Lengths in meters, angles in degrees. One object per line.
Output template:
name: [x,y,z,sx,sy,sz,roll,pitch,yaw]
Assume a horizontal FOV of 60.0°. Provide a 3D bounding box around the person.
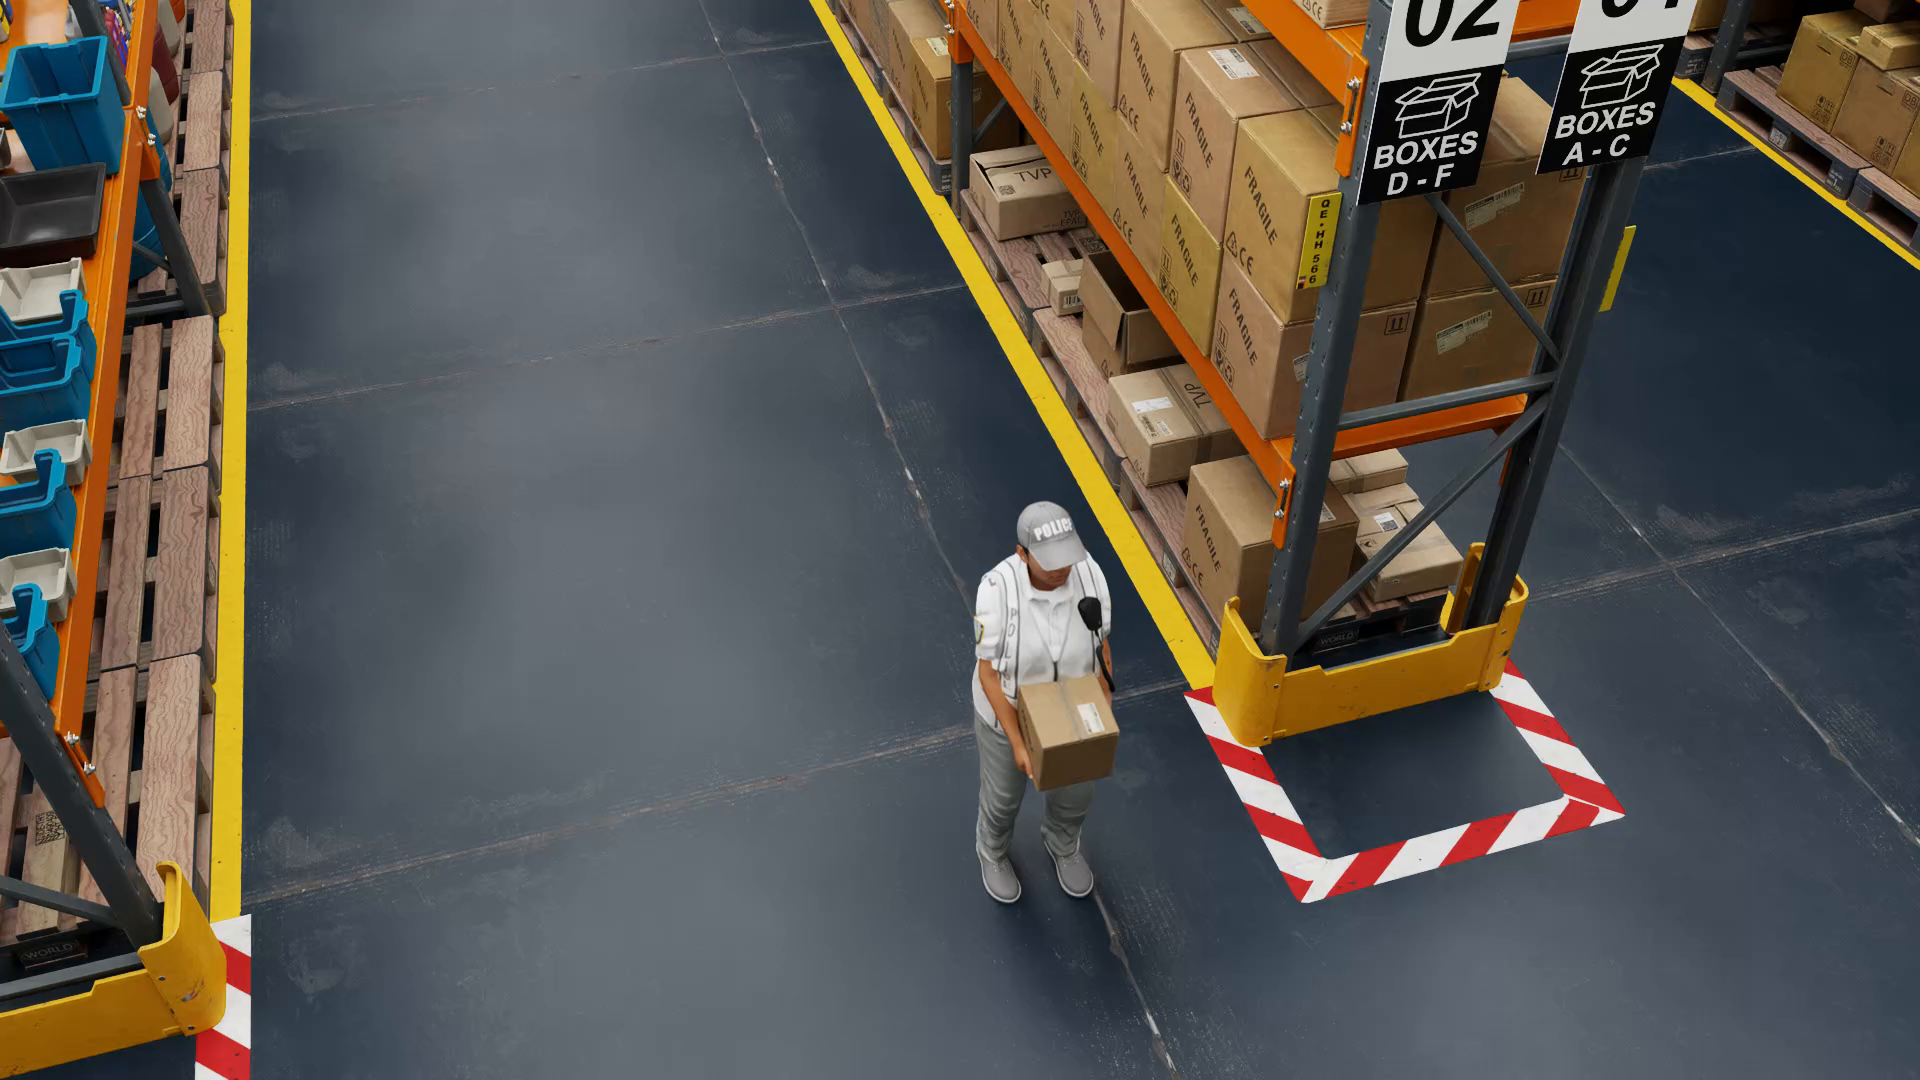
person: [0.286,0.600,5.513,0.454,1.655,0.535,-11,44,-12]
